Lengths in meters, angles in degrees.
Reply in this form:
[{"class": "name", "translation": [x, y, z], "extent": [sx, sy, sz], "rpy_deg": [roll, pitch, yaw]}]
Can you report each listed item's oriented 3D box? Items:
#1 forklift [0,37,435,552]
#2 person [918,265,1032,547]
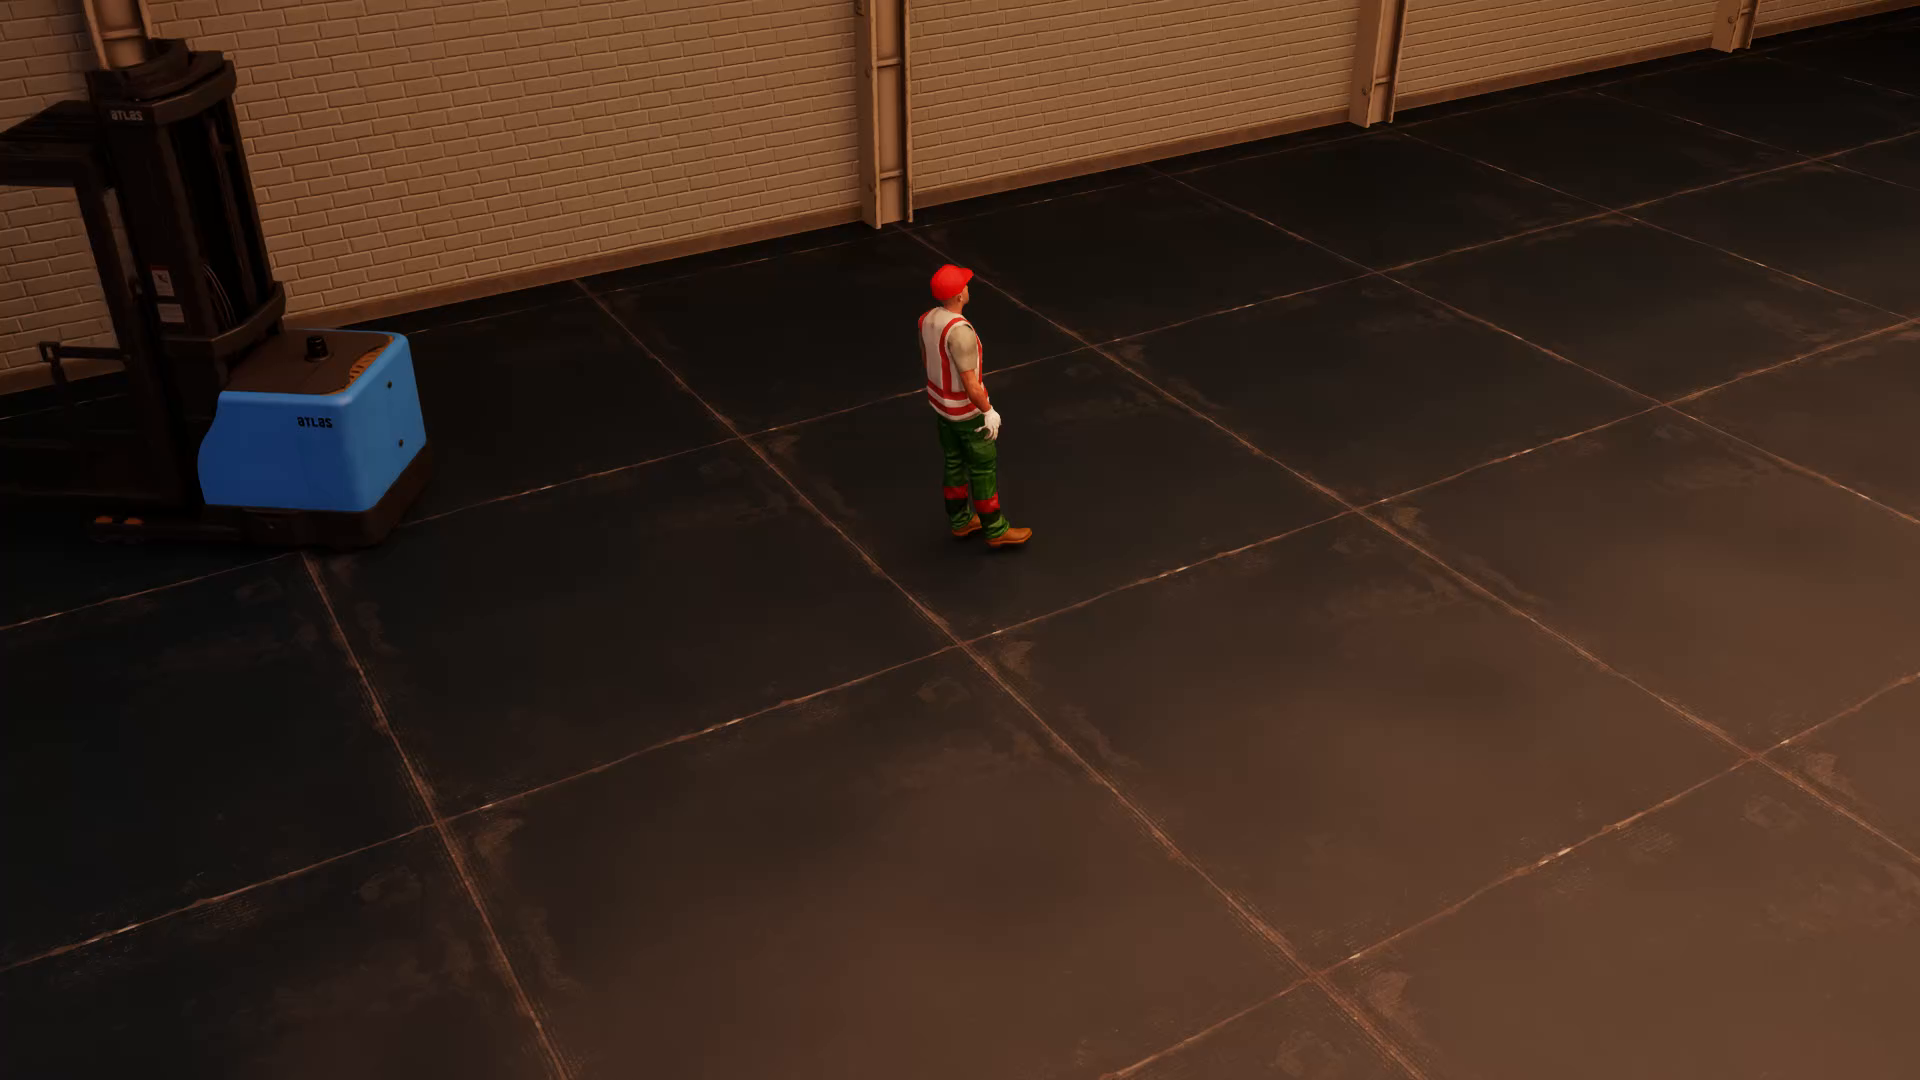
[{"class": "forklift", "translation": [-5.057, -1.495, 10.144], "extent": [3.031, 2.935, 1.130], "rpy_deg": [3, 31, 5]}, {"class": "person", "translation": [0.075, -0.825, 10.042], "extent": [0.561, 1.789, 0.637], "rpy_deg": [-17, 35, -26]}]
